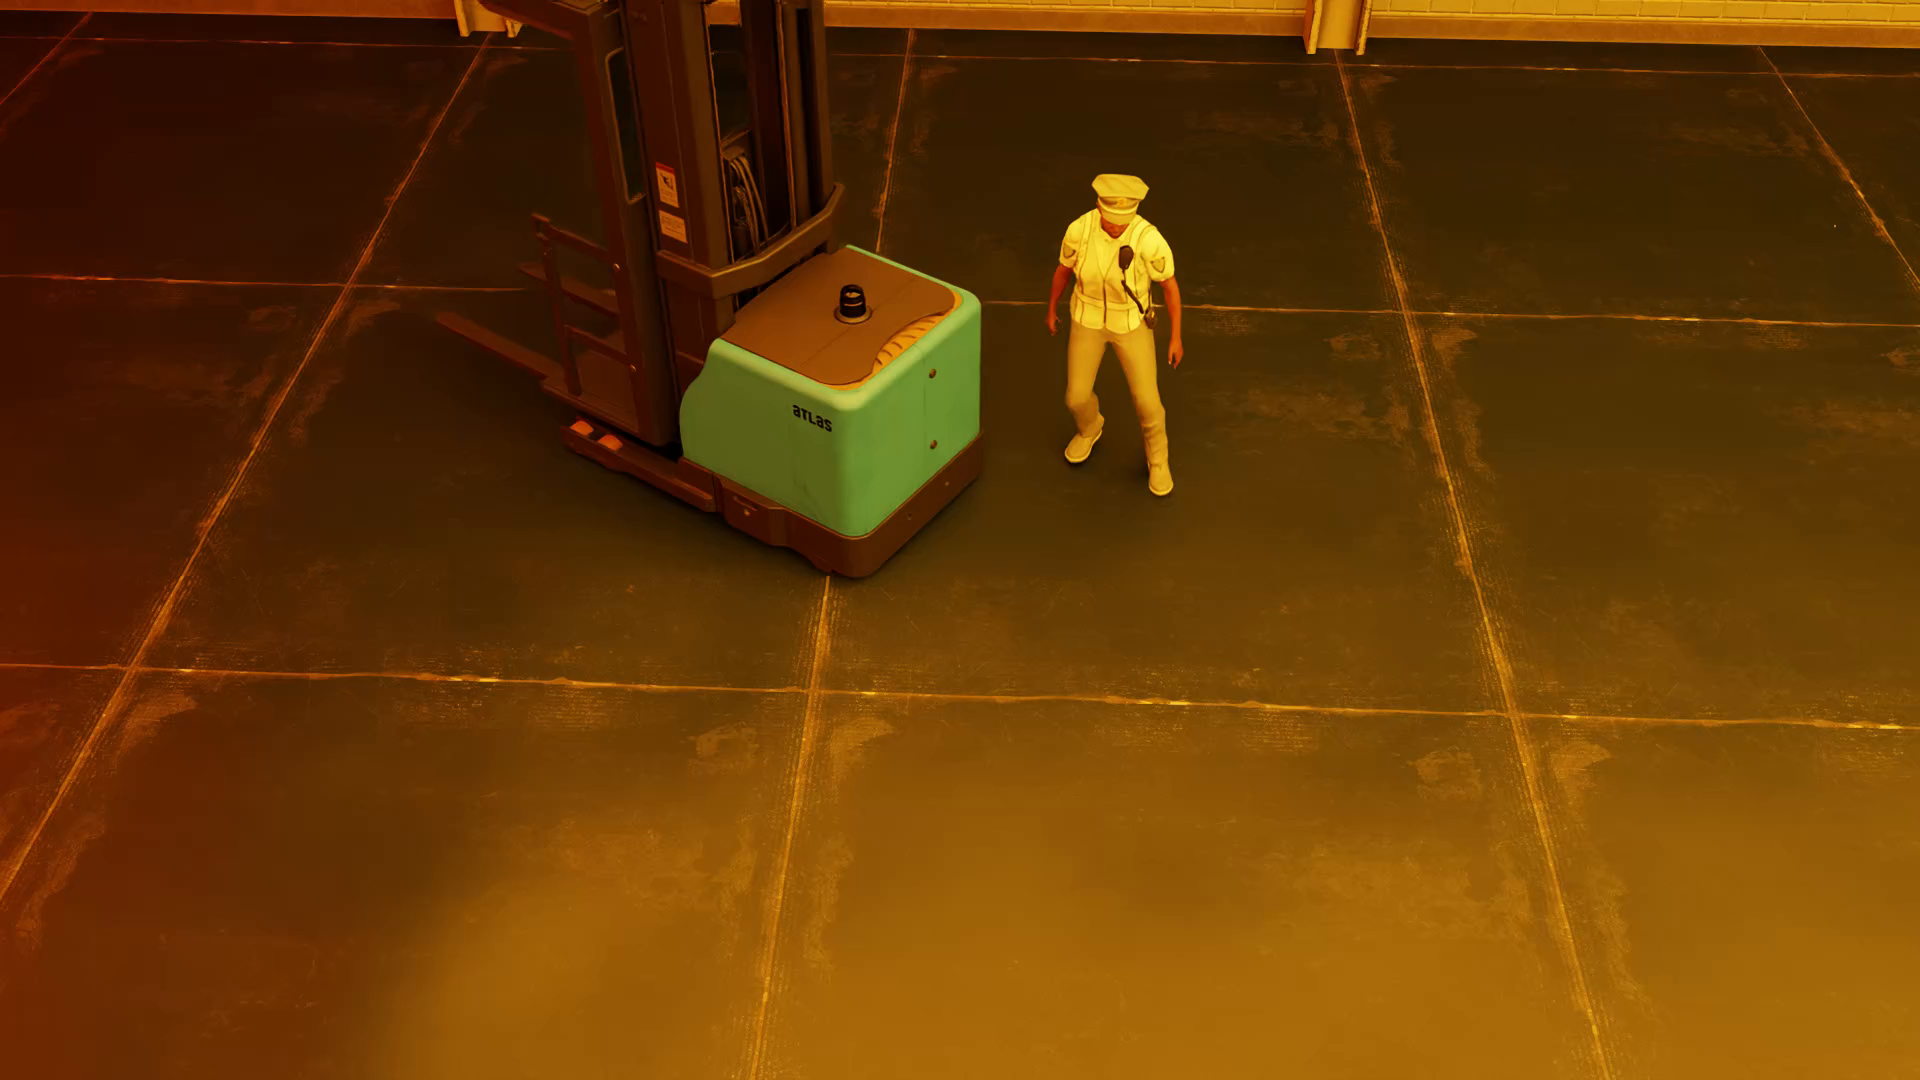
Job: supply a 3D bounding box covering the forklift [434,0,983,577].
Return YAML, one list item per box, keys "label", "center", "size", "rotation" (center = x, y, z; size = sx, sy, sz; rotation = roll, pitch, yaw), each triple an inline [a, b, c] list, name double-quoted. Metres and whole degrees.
- label: "forklift"
  center: [-1.387, -1.705, 7.610]
  size: [3.031, 2.935, 1.130]
  rotation: [25, 48, 25]

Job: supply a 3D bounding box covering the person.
- label: "person"
  center: [0.733, -0.992, 7.795]
  size: [0.727, 1.632, 0.389]
  rotation: [12, 44, 13]
